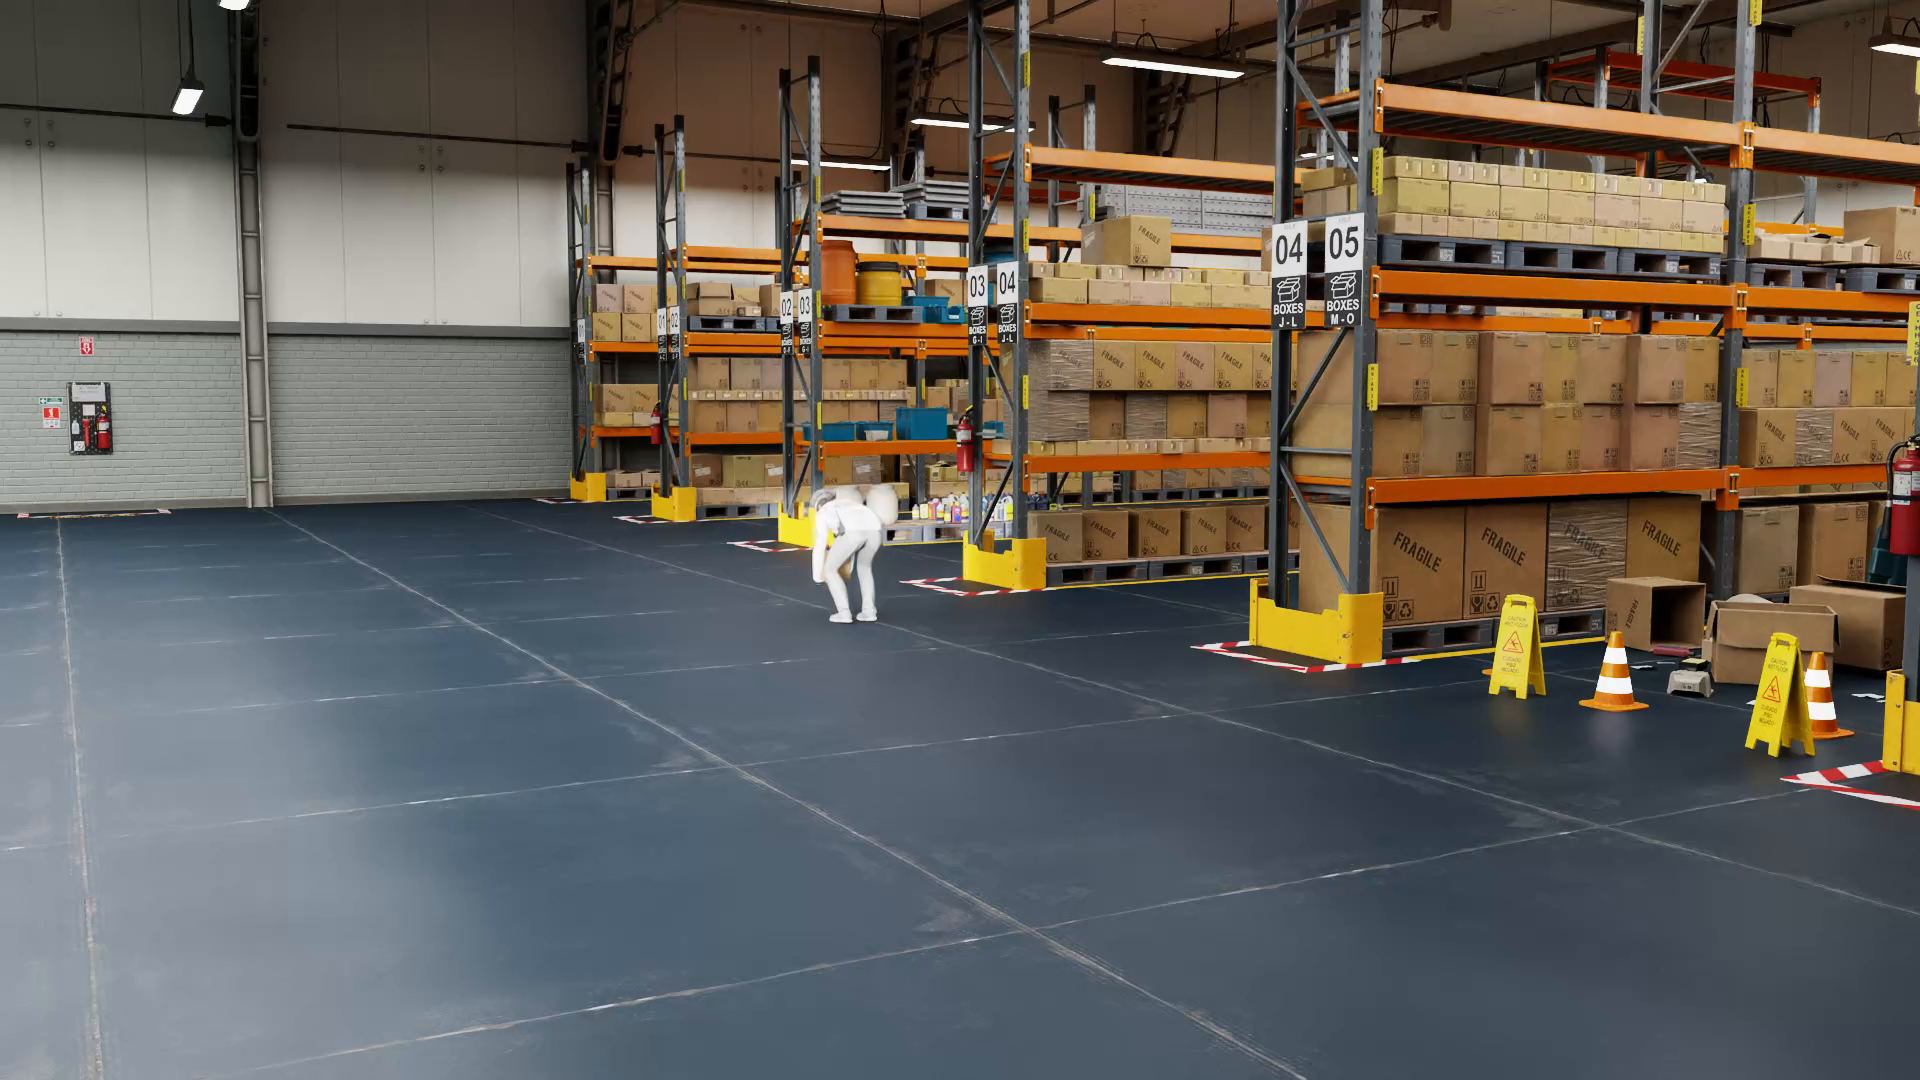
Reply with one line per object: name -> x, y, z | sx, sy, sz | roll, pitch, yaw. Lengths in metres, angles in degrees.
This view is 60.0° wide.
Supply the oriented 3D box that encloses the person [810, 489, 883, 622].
person -> -0.996, 0.128, 14.212 | 0.449, 1.106, 0.919 | -3, 6, -31
